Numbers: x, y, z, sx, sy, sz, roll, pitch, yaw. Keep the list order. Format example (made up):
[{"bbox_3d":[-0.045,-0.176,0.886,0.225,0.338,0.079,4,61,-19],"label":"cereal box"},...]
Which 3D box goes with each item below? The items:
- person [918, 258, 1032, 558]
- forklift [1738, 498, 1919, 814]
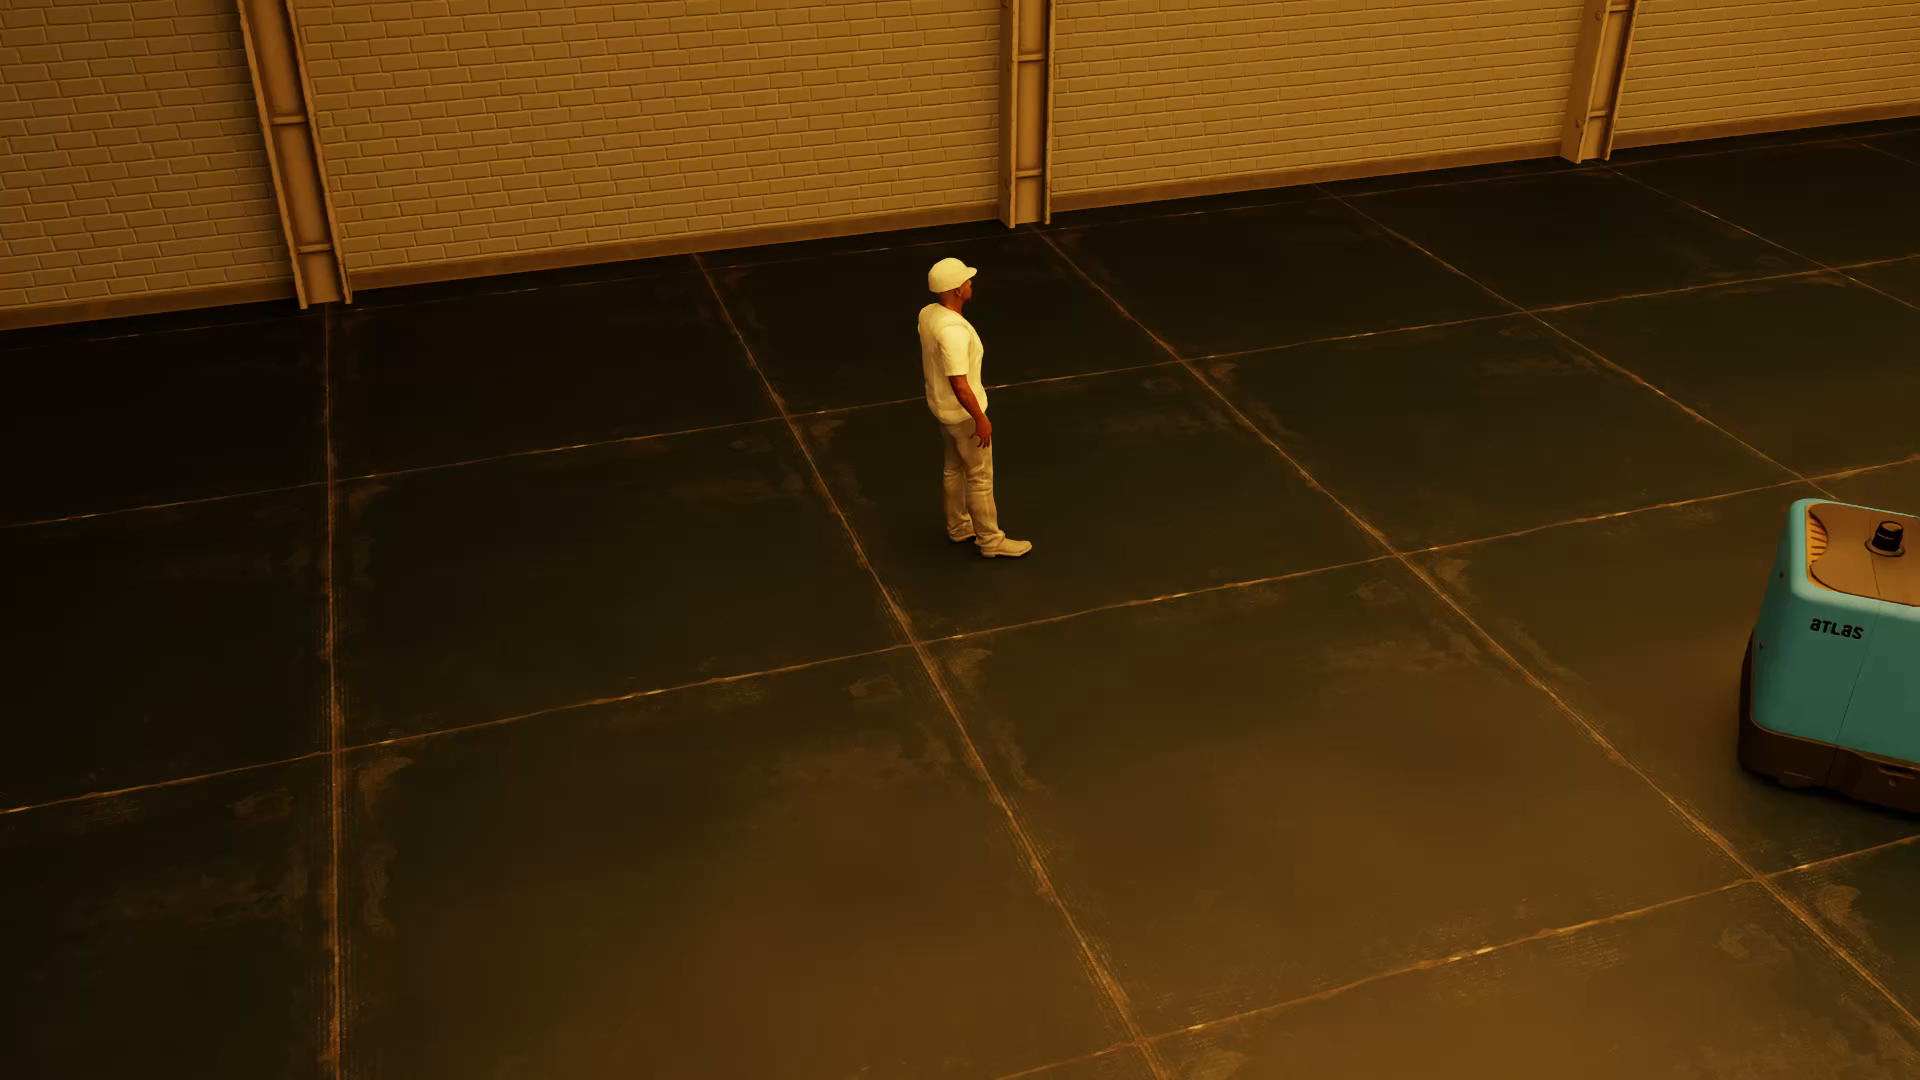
[{"bbox_3d":[0.068,-0.780,9.596,0.577,1.765,0.665,-10,31,-16],"label":"person"},{"bbox_3d":[5.330,-0.053,7.179,3.031,2.935,1.130,12,32,20],"label":"forklift"}]
